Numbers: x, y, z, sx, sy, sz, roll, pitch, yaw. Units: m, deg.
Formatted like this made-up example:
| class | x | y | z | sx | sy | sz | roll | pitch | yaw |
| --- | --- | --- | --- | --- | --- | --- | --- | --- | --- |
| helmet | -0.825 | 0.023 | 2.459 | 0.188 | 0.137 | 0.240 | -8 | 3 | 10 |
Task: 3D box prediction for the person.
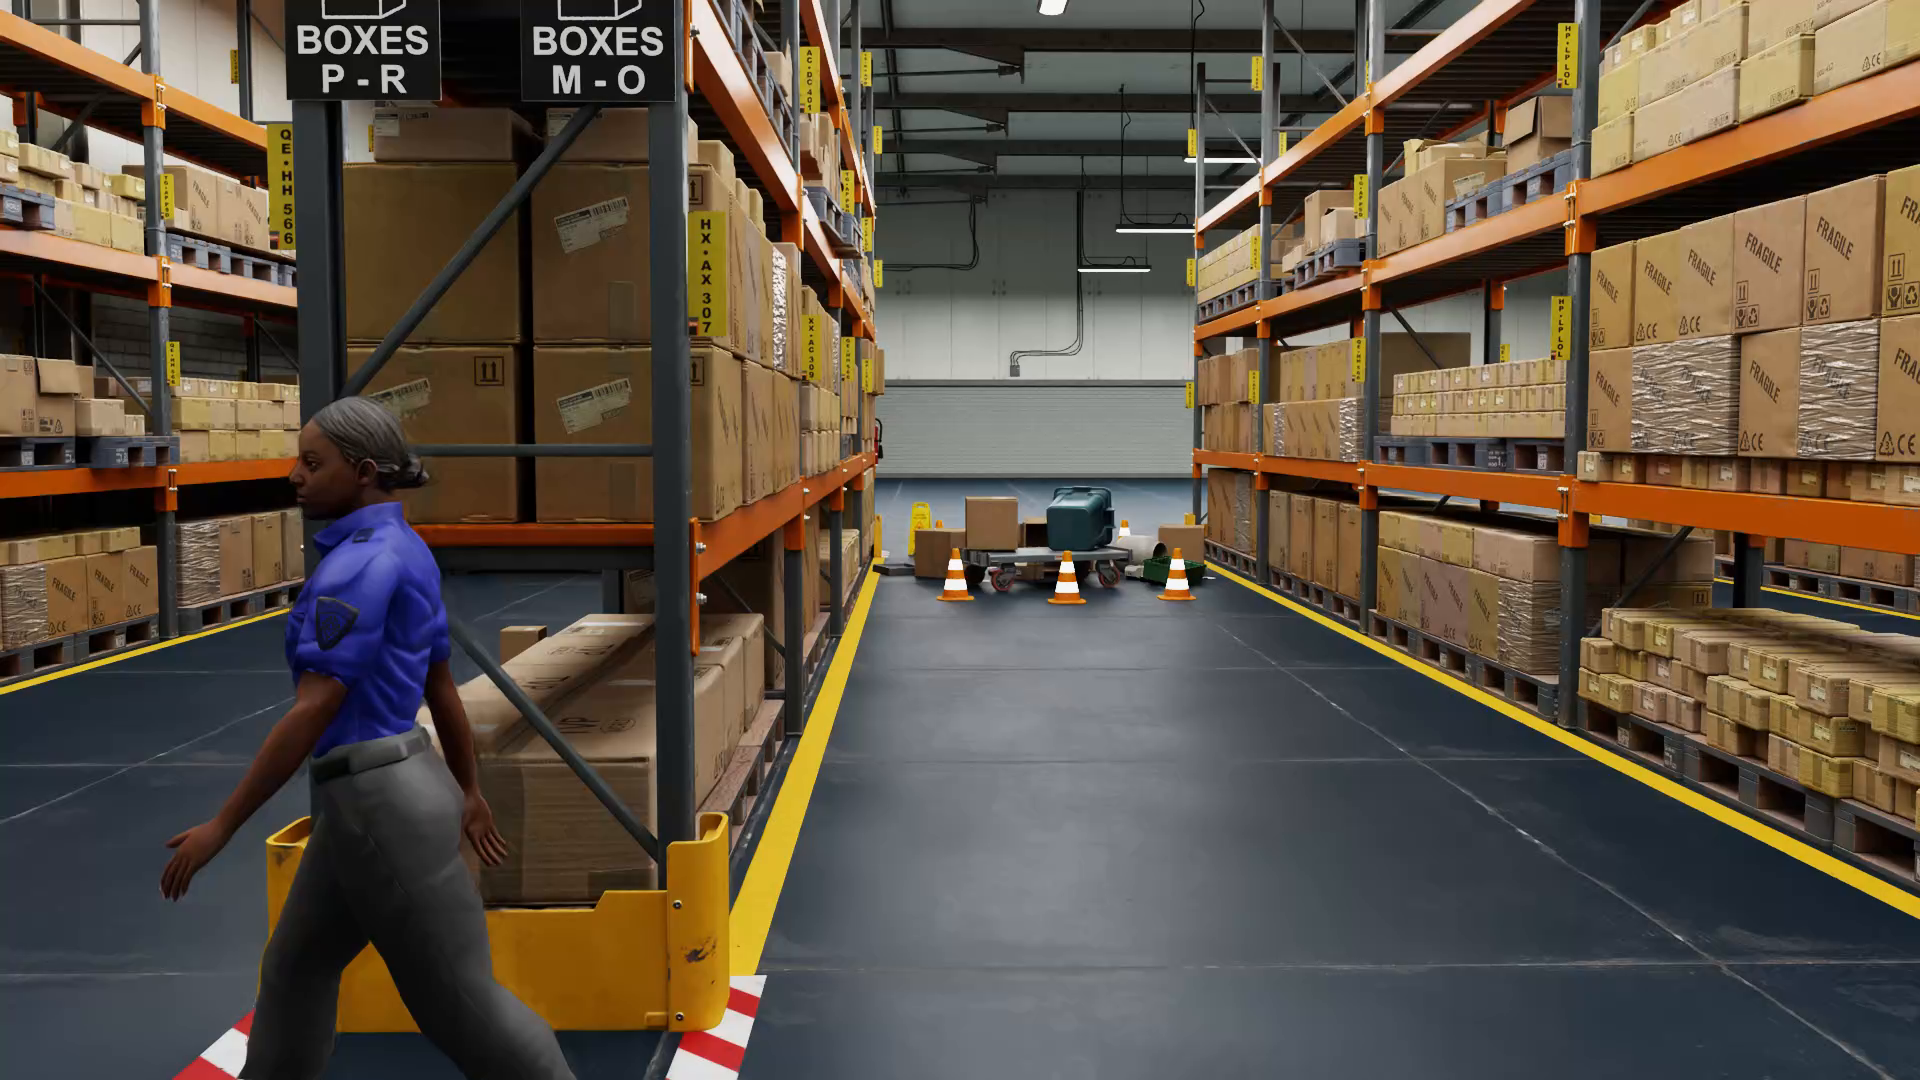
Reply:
| class | x | y | z | sx | sy | sz | roll | pitch | yaw |
| --- | --- | --- | --- | --- | --- | --- | --- | --- | --- |
| person | -1.136 | 0.526 | 3.193 | 1.013 | 1.604 | 0.556 | -1 | 4 | -8 |
